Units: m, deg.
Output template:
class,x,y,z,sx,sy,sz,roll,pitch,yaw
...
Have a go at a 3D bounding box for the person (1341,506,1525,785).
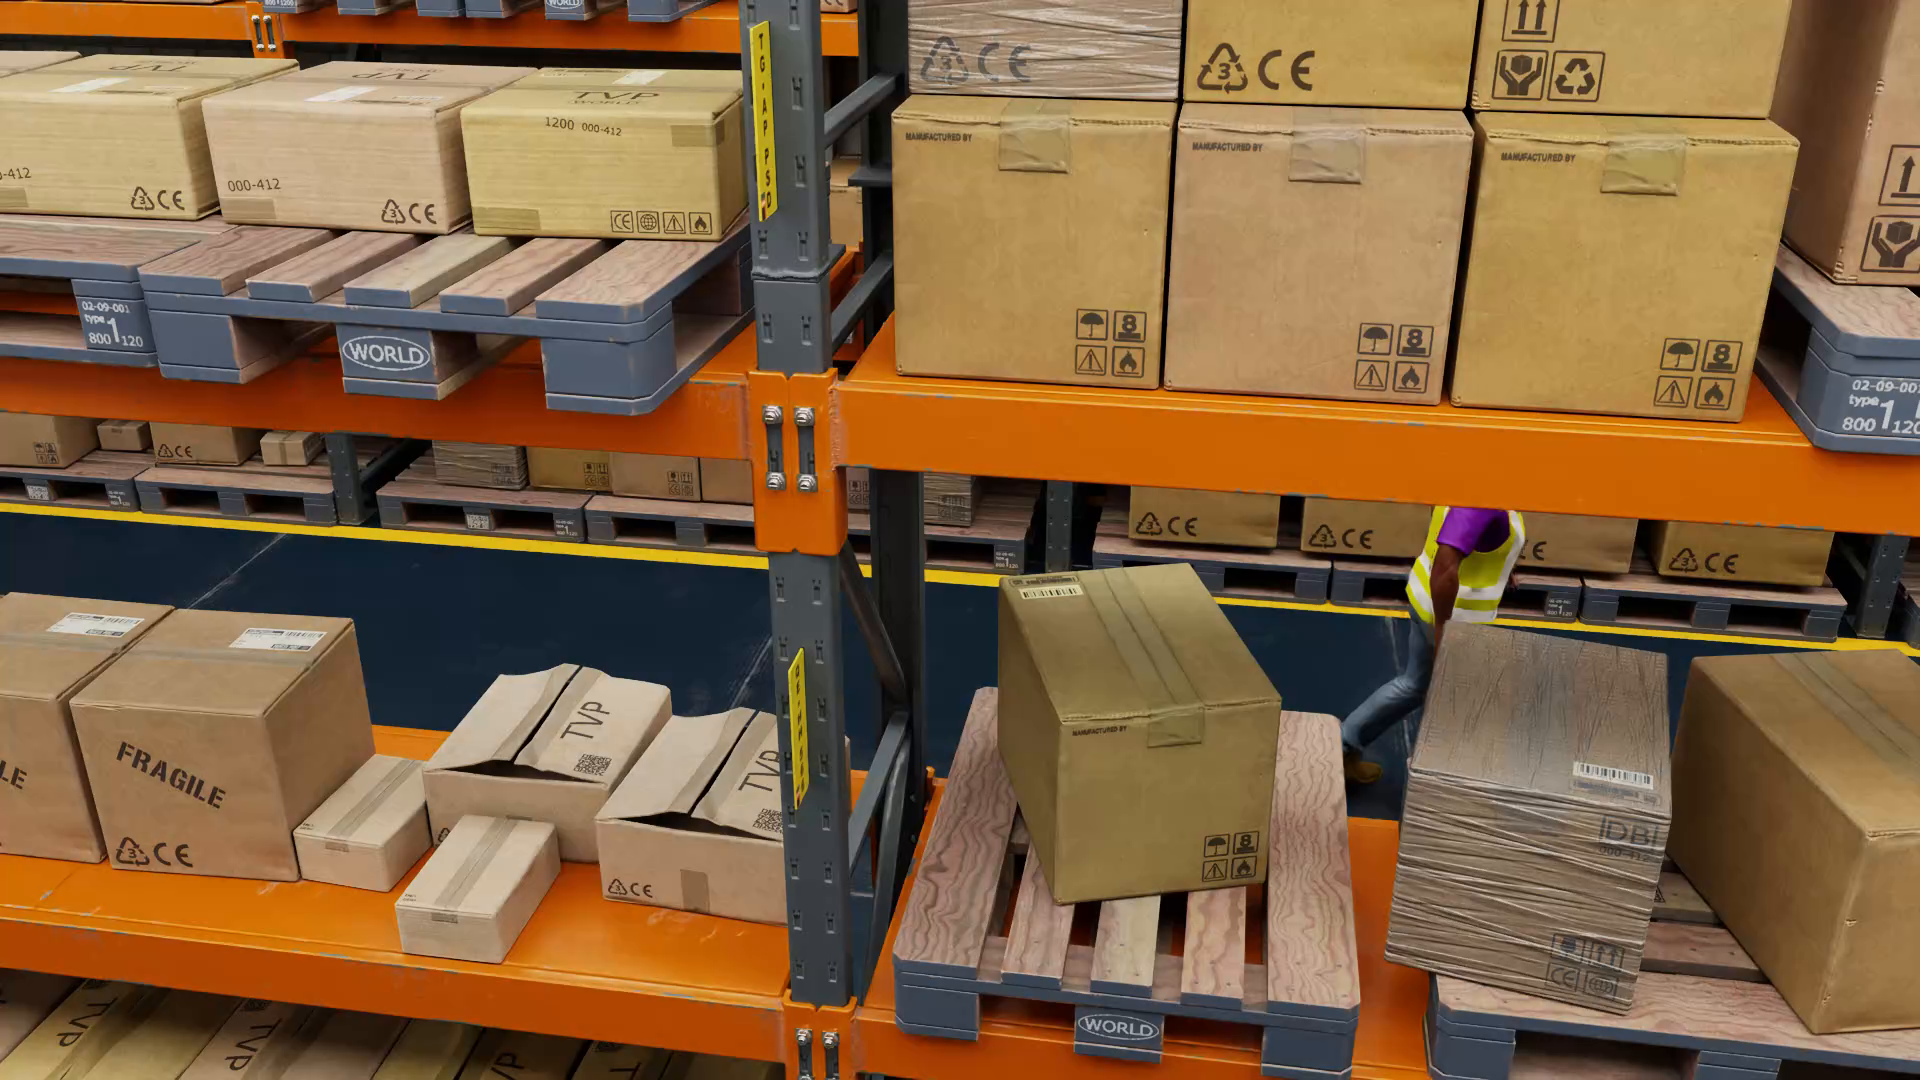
class,x,y,z,sx,sy,sz,roll,pitch,yaw
person,1.880,0.271,6.489,0.809,1.759,0.730,0,25,0
